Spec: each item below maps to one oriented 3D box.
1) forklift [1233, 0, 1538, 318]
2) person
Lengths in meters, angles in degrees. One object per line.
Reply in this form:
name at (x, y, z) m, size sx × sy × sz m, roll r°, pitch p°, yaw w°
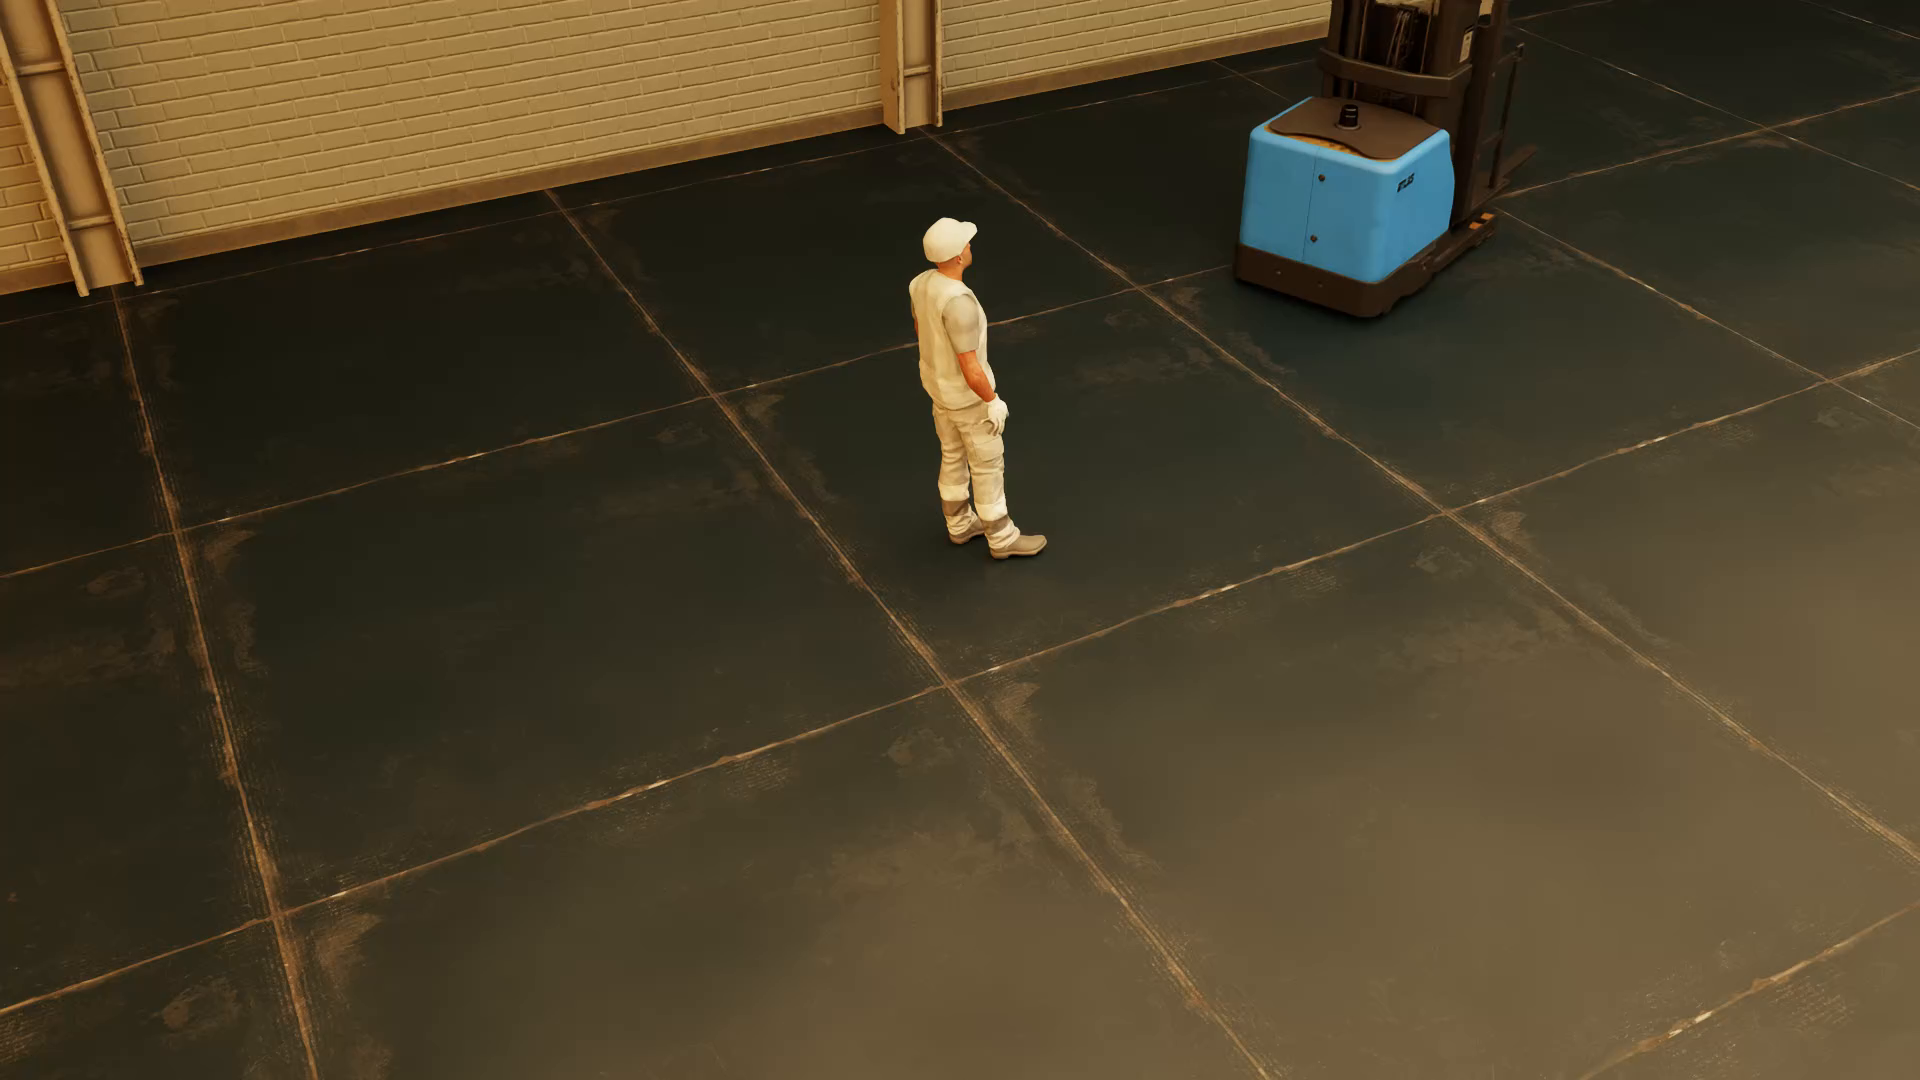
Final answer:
forklift at (3.123, -3.393, 10.923) m, size 1.130 × 2.935 × 3.031 m, roll 25°, pitch 42°, yaw 31°
person at (0.077, -0.753, 8.164) m, size 0.562 × 1.790 × 0.637 m, roll -17°, pitch 39°, yaw -23°
